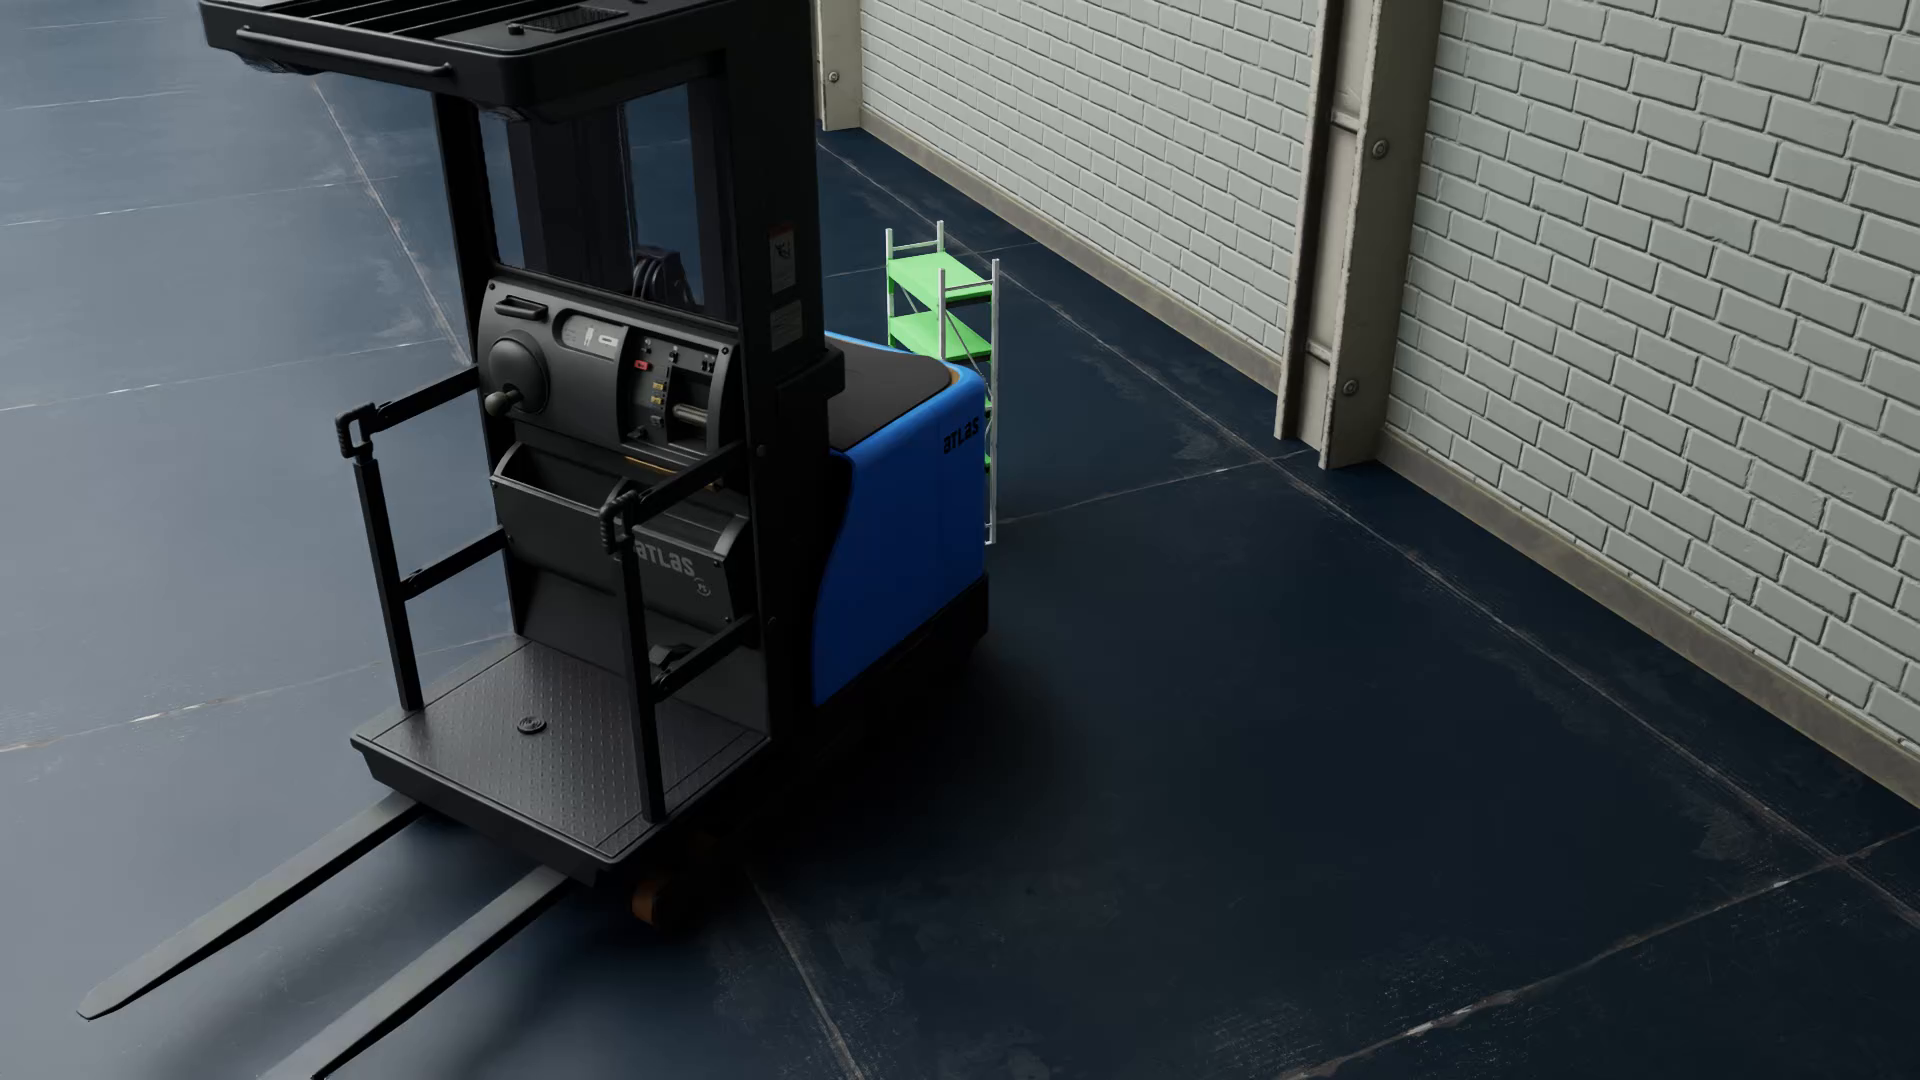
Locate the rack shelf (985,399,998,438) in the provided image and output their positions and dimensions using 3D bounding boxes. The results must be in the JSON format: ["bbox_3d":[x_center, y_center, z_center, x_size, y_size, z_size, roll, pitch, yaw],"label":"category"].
[{"bbox_3d":[-0.071,-0.541,6.618,0.258,0.148,0.480,-13,32,-22],"label":"rack shelf"}]

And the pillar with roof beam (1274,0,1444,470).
[{"bbox_3d":[-2.232,-3.446,3.694,9.100,9.000,0.400,-13,32,-22],"label":"pillar with roof beam"}]

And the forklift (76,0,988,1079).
[{"bbox_3d":[-1.123,-0.433,4.525,1.130,2.935,3.031,18,34,28],"label":"forklift"}]

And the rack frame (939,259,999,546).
[{"bbox_3d":[0.034,-0.489,6.395,0.240,1.200,0.015,-13,32,-22],"label":"rack frame"}]

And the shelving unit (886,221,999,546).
[{"bbox_3d":[-0.071,-0.596,6.587,0.258,1.200,0.503,-13,32,-22],"label":"shelving unit"}]

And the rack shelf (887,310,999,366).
[{"bbox_3d":[-0.071,-0.750,6.501,0.258,0.148,0.480,-13,32,-22],"label":"rack shelf"}]

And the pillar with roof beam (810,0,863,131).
[{"bbox_3d":[-4.808,-6.096,8.421,9.100,9.000,0.400,-13,32,-22],"label":"pillar with roof beam"}]

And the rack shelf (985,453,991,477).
[{"bbox_3d":[-0.071,-0.331,6.736,0.258,0.148,0.480,-13,32,-22],"label":"rack shelf"}]

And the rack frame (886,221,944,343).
[{"bbox_3d":[-0.176,-0.704,6.779,0.240,1.200,0.015,-13,32,-22],"label":"rack frame"}]

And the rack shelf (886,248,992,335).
[{"bbox_3d":[-0.071,-0.959,6.383,0.258,0.148,0.480,-13,32,-22],"label":"rack shelf"}]
